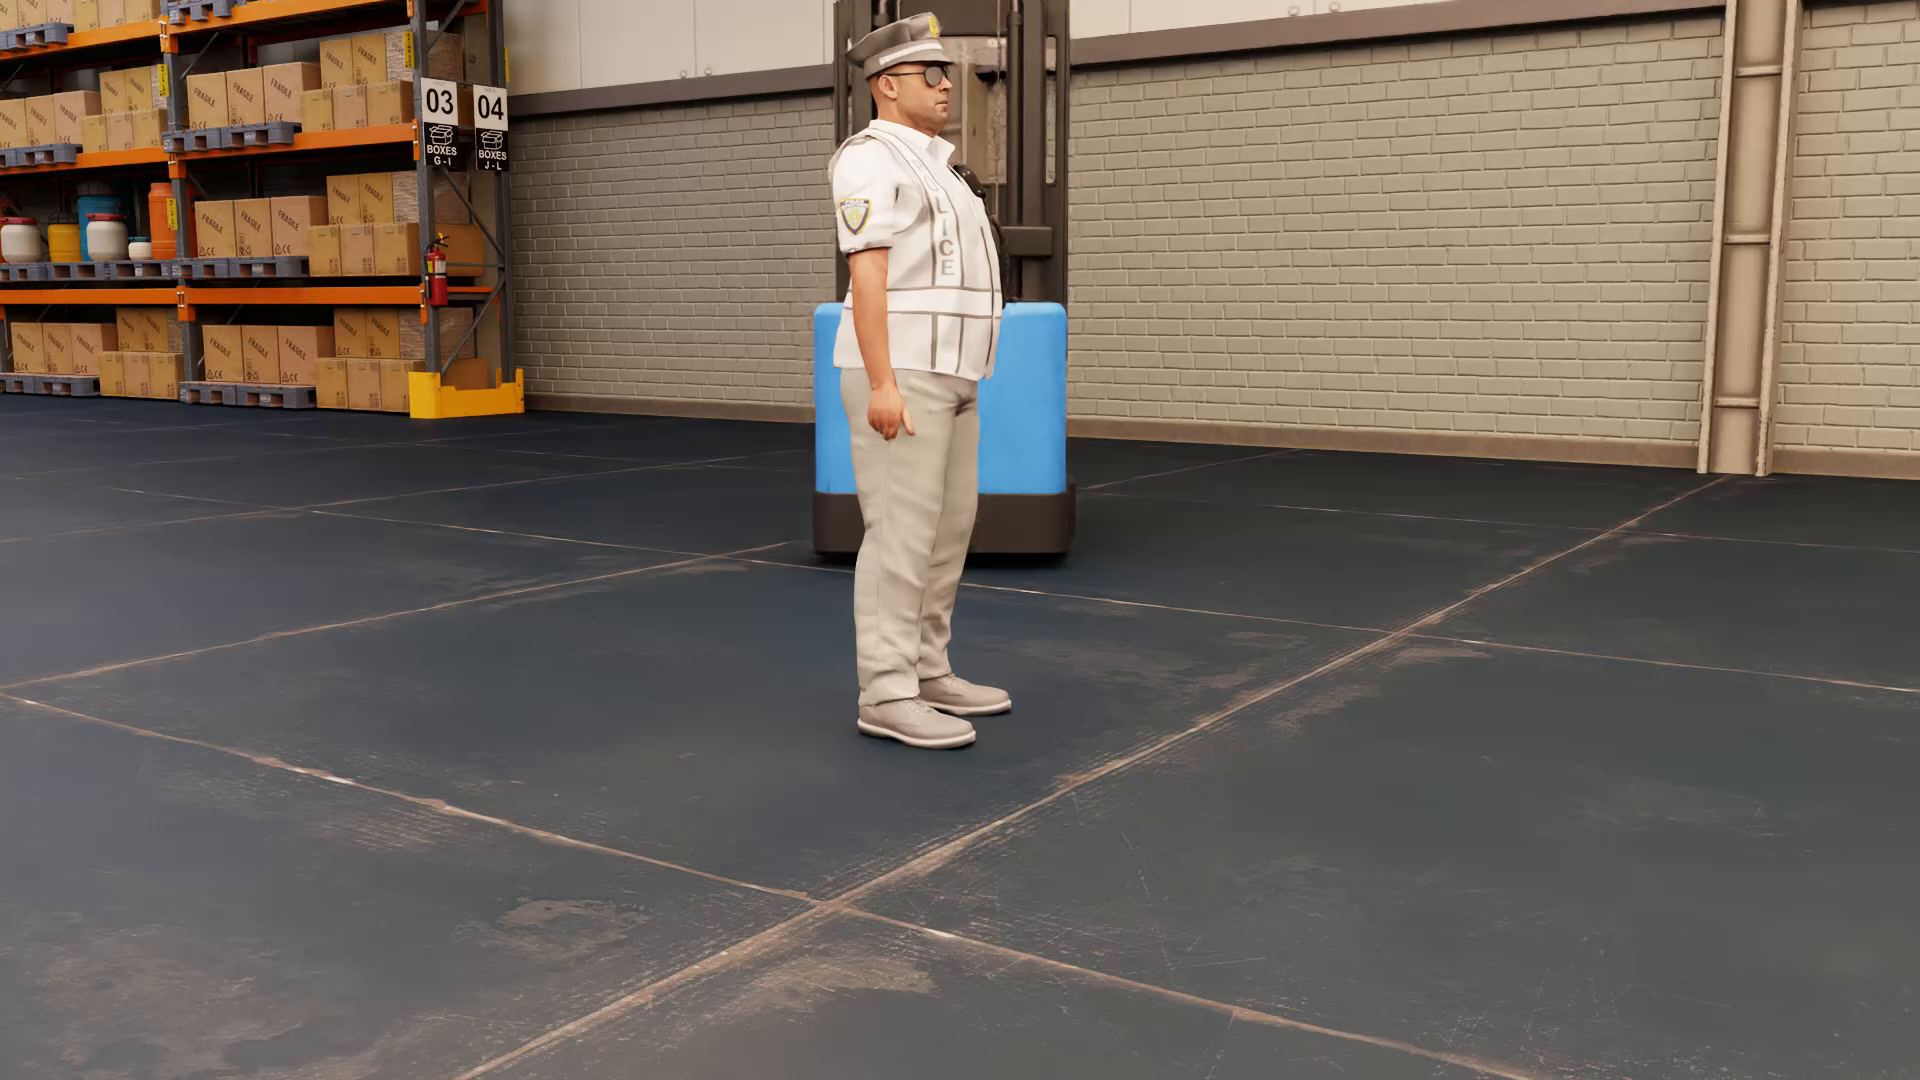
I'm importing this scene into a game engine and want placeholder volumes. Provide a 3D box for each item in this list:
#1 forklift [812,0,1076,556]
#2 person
[{"bbox_3d":[-0.029,-1.541,8.032,1.130,2.935,3.031,0,8,2],"label":"forklift"},{"bbox_3d":[-0.096,-0.408,4.185,0.406,1.775,0.522,3,8,17],"label":"person"}]
